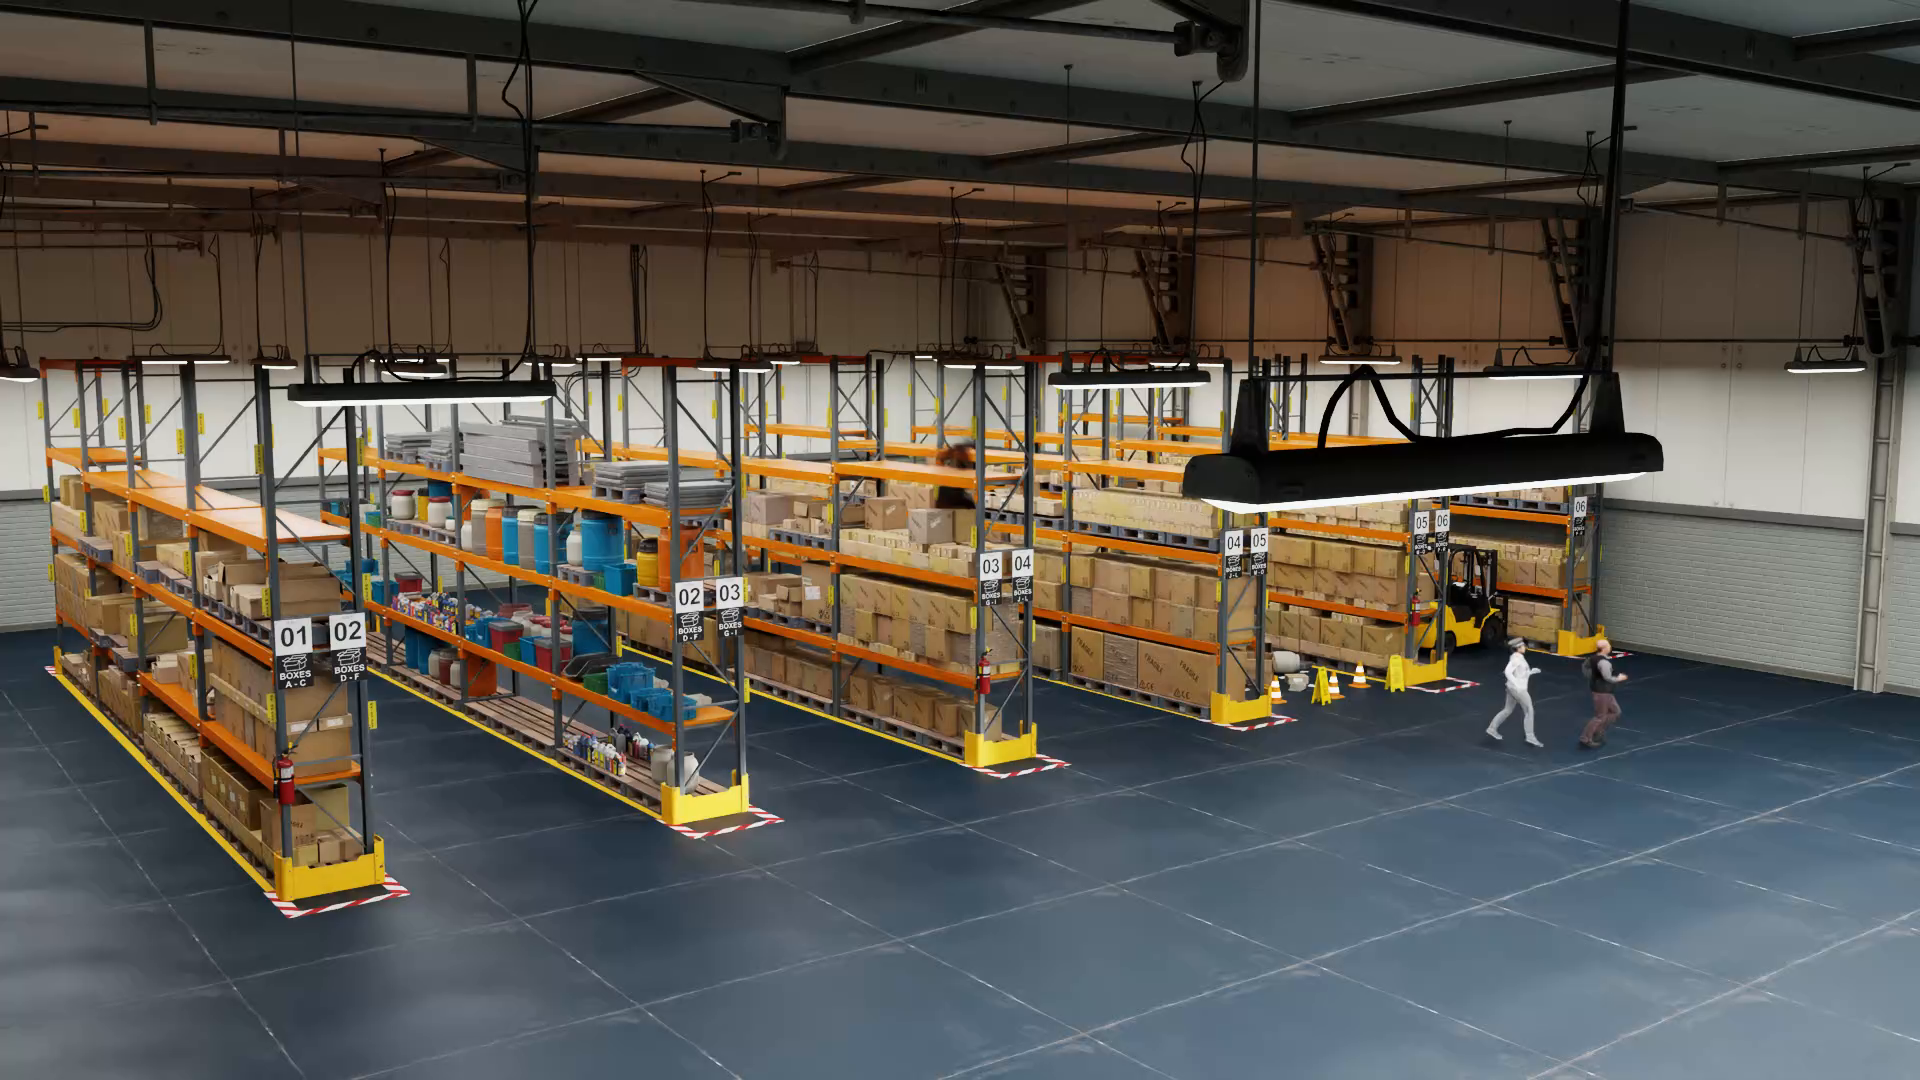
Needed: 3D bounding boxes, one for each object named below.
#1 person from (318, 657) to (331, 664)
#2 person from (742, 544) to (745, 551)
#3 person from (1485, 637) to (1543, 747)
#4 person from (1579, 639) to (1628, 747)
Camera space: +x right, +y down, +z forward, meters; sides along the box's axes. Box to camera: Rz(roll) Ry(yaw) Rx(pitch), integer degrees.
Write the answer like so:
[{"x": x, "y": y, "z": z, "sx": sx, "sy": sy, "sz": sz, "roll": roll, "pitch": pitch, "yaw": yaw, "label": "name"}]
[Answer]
[{"x": -10.992, "y": 2.127, "z": 28.377, "sx": 0.859, "sy": 1.659, "sz": 0.579, "roll": 6, "pitch": 9, "yaw": 41, "label": "person"}, {"x": -5.481, "y": 0.478, "z": 41.715, "sx": 0.682, "sy": 1.708, "sz": 0.831, "roll": -4, "pitch": 8, "yaw": -30, "label": "person"}, {"x": 8.696, "y": 2.367, "z": 25.939, "sx": 0.839, "sy": 1.726, "sz": 0.496, "roll": 0, "pitch": 7, "yaw": 4, "label": "person"}, {"x": 9.984, "y": 2.389, "z": 25.801, "sx": 0.692, "sy": 1.723, "sz": 0.629, "roll": 1, "pitch": 7, "yaw": 11, "label": "person"}]
